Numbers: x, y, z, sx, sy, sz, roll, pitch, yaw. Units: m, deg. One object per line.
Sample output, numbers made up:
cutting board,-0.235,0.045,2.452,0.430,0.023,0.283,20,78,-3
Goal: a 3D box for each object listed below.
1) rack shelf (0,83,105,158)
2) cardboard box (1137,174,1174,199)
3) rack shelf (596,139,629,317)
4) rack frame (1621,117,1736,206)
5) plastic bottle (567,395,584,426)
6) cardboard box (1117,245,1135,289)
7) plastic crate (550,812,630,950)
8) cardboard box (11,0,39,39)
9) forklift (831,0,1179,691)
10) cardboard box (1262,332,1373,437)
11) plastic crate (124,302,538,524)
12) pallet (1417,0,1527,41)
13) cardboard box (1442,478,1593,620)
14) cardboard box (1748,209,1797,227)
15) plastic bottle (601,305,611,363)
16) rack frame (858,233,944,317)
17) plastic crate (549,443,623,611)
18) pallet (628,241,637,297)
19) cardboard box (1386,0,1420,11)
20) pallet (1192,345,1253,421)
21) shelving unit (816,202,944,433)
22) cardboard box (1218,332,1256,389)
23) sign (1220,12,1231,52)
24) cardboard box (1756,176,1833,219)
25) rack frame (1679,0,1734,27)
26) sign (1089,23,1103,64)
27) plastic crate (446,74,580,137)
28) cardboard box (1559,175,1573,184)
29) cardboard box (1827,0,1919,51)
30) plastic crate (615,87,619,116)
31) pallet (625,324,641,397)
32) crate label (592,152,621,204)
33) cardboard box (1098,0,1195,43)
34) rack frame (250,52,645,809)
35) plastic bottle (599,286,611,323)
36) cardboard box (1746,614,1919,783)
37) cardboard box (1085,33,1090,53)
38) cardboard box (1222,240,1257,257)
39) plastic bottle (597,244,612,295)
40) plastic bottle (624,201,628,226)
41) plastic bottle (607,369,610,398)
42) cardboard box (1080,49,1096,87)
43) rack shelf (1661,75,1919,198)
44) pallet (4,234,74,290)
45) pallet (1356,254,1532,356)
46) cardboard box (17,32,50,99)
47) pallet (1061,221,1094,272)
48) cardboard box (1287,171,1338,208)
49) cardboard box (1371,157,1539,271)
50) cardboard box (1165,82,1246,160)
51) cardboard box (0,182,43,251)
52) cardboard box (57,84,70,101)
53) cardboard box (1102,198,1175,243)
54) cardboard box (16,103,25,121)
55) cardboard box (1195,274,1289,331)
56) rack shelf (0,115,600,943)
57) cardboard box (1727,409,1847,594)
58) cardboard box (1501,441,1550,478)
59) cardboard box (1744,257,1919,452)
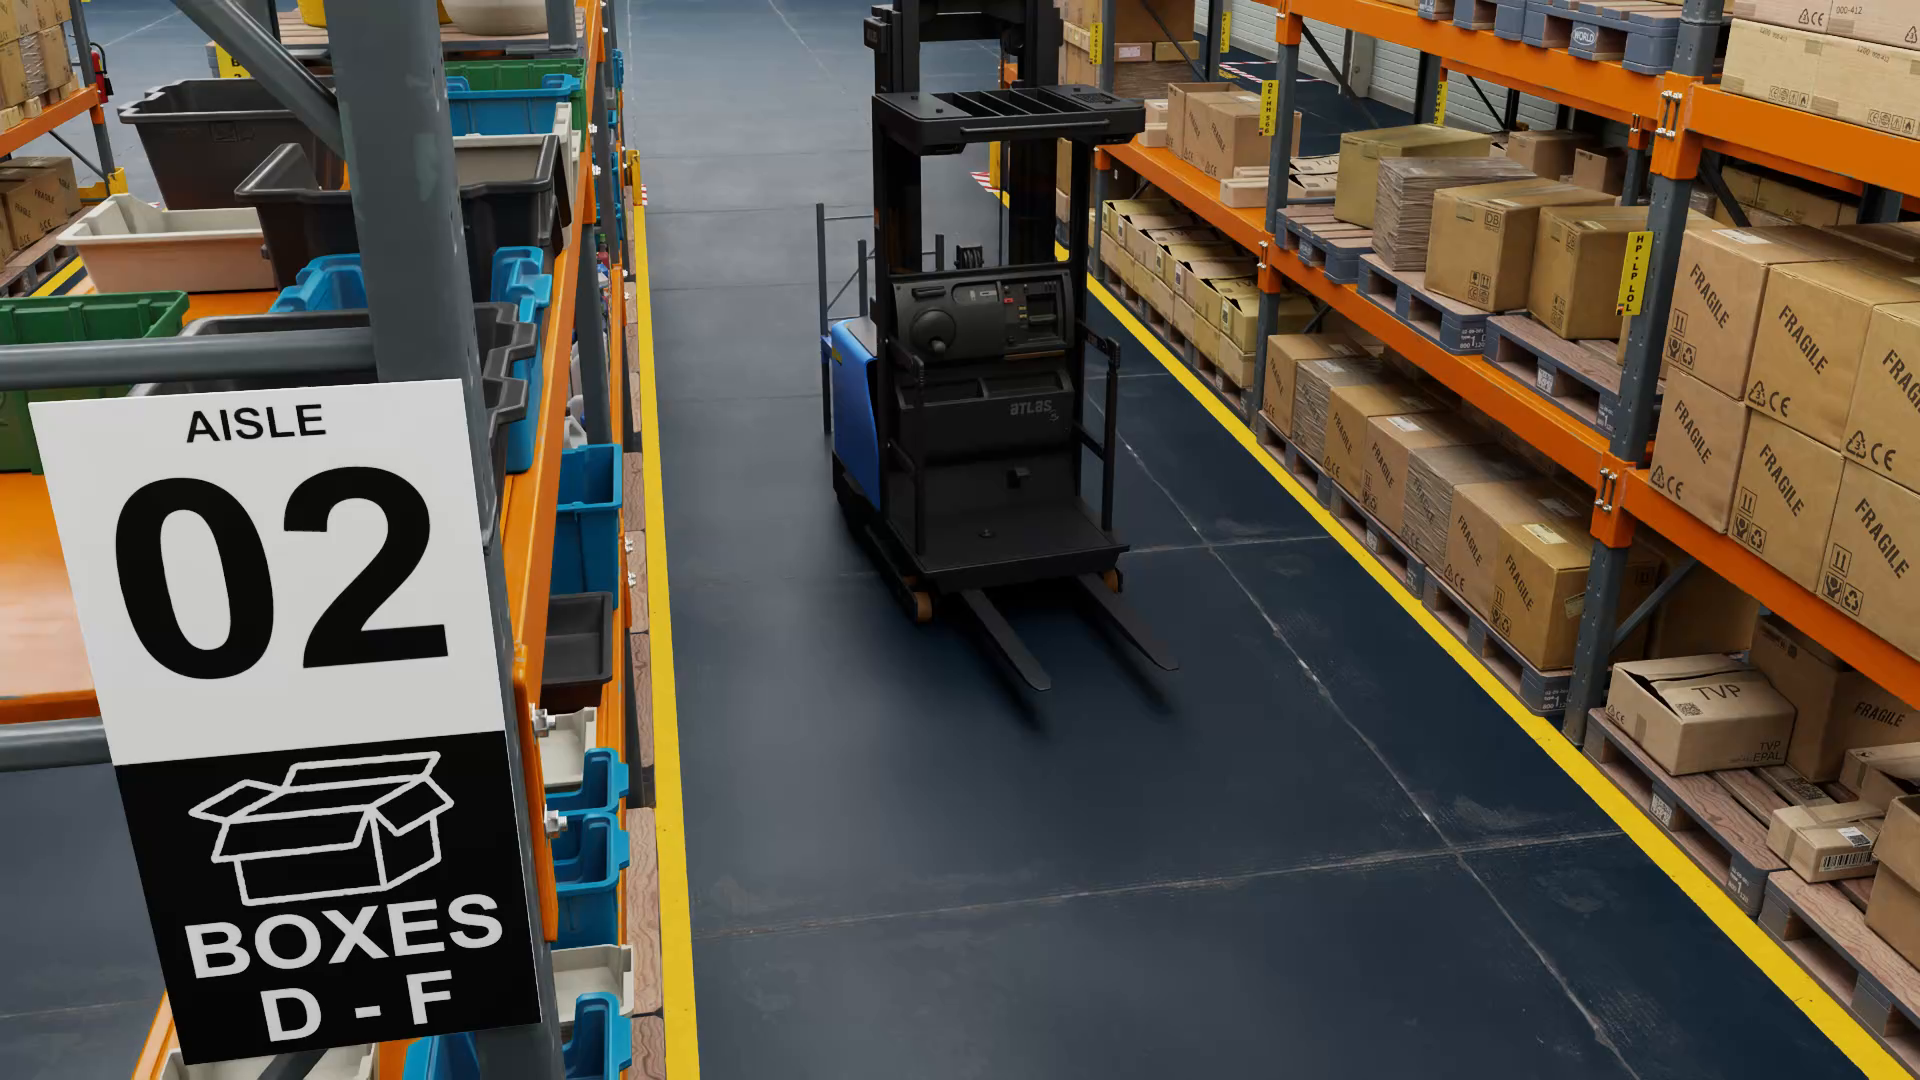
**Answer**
rack shelf,-8.444,-3.408,14.203,1.077,0.370,4.000,-4,24,-10
cardboard box,1.883,-3.164,14.720,0.500,0.500,0.500,-4,24,-10
rack shelf,-2.837,-2.201,11.440,1.077,0.370,4.000,-4,24,-10
rack frame,6.529,-4.050,14.776,1.000,3.000,0.127,-4,24,-10
plastic bottle,-1.507,-0.468,6.728,0.152,0.276,0.135,-4,24,-10
cardboard box,1.586,-2.237,13.534,0.500,0.250,0.500,-4,24,-8
plastic crate,-0.954,0.813,3.776,0.416,0.233,0.300,-4,24,-10
cardboard box,-8.282,-4.573,14.227,0.500,0.500,0.500,-4,24,-10
forklift,0.192,-1.105,8.118,1.130,2.935,3.031,-7,25,-16
cardboard box,2.204,-0.965,10.285,0.500,0.500,0.500,-3,24,-7
plastic crate,-0.785,-0.084,2.110,0.497,0.269,0.590,-4,24,-10
pallet,2.894,-2.494,7.699,1.213,0.211,1.003,-4,24,-10
cardboard box,2.685,0.040,7.983,0.500,0.500,0.500,-4,24,-10
cardboard box,6.881,-2.415,13.605,0.700,0.500,0.500,-4,24,-9
plastic bottle,-1.703,-0.988,7.910,0.061,0.283,0.133,-4,24,-10
rack frame,-0.335,-1.034,9.744,0.500,1.500,0.032,-7,25,-16
plastic crate,-1.306,-0.032,5.521,0.392,0.384,0.575,-4,24,-10
pallet,-3.290,-2.307,14.268,1.003,0.211,1.213,-4,24,-10
cardboard box,2.705,-2.955,8.396,0.910,0.500,0.500,-4,24,-10
pallet,2.287,-1.158,11.637,1.003,0.211,1.213,-4,24,-10
shelving unit,-0.491,-1.228,10.187,0.538,1.500,1.048,-7,25,-16
cardboard box,2.064,-1.230,11.230,0.500,0.250,0.500,-4,24,-8
sign,2.193,-4.221,13.818,0.100,0.325,0.005,-4,24,-10
cardboard box,6.866,-2.785,13.514,0.500,0.250,0.500,-5,24,-11
rack frame,3.141,-3.285,5.528,1.000,3.000,0.127,-4,24,-10
sign,1.116,-4.074,13.649,0.100,0.325,0.005,-4,24,-10
plastic crate,-1.246,-1.134,4.560,0.416,0.233,0.300,-4,24,-10
cardboard box,6.253,-3.576,16.703,0.380,0.149,0.250,-6,24,-14
cardboard box,3.081,-1.664,5.128,0.500,0.250,0.500,-4,24,-10
plastic crate,-3.181,-3.775,14.410,0.450,0.188,0.662,-4,24,-10
pallet,-2.795,-1.252,11.854,1.003,0.211,1.213,-4,24,-10
crate label,-2.385,-2.171,10.429,0.502,0.435,0.616,-4,24,-10
cardboard box,1.573,-4.497,14.052,0.700,0.500,0.500,-4,24,-9
rack frame,-1.728,-0.171,5.893,1.000,3.000,0.127,-4,24,-10
plastic bottle,-1.837,-1.196,8.490,0.097,0.201,0.097,0,24,0
cardboard box,3.525,0.611,6.676,0.500,0.500,0.500,-4,24,-10
cardboard box,1.306,-4.317,14.451,0.380,0.149,0.250,-5,24,-11
cardboard box,2.300,-2.135,12.601,0.500,0.311,0.500,-5,24,-10
plastic bottle,-1.931,-1.472,9.019,0.061,0.283,0.133,-4,24,-10
plastic bottle,-3.131,-2.998,15.221,0.152,0.276,0.135,-5,24,-11
plastic bottle,-1.605,-0.702,7.357,0.097,0.201,0.097,0,24,0
cardboard box,1.469,-4.109,14.786,0.700,0.500,0.500,-5,24,-10
rack shelf,3.511,-0.794,4.471,1.077,0.370,4.000,-4,24,-10
pallet,-8.463,-2.415,14.516,1.003,0.211,1.213,-4,24,-10
pallet,2.765,-1.256,8.619,1.003,0.211,1.213,-4,24,-10
cardboard box,-8.479,-4.100,14.394,0.875,0.500,0.500,-4,24,-10
pallet,1.556,-2.720,15.215,1.003,0.211,1.213,-4,24,-10
cardboard box,2.377,-2.214,10.684,0.500,0.311,0.500,-3,24,-6
cardboard box,2.610,-1.734,8.823,0.700,0.500,0.500,0,24,0
cardboard box,1.885,-3.218,12.745,0.500,0.500,0.500,-3,24,-6
cardboard box,-8.474,-2.844,14.612,0.500,0.500,0.500,-2,24,-5
cardboard box,-8.416,-4.119,15.248,0.380,0.149,0.250,-4,24,-10
cardboard box,1.493,-2.691,13.873,0.500,0.311,0.500,-4,24,-10
cardboard box,-8.200,-3.626,14.119,0.380,0.149,0.250,-4,24,-10
cardboard box,1.960,-1.690,11.582,0.500,0.311,0.500,-5,24,-11
rack shelf,-1.358,-0.429,3.635,1.077,0.370,4.000,-4,24,-10
cardboard box,3.065,-0.160,5.743,0.500,0.500,0.500,-4,24,-9
cardboard box,3.096,-0.206,8.548,0.500,0.500,0.500,-4,24,-9
cardboard box,3.047,-0.631,5.572,0.500,0.500,0.500,-5,24,-11
